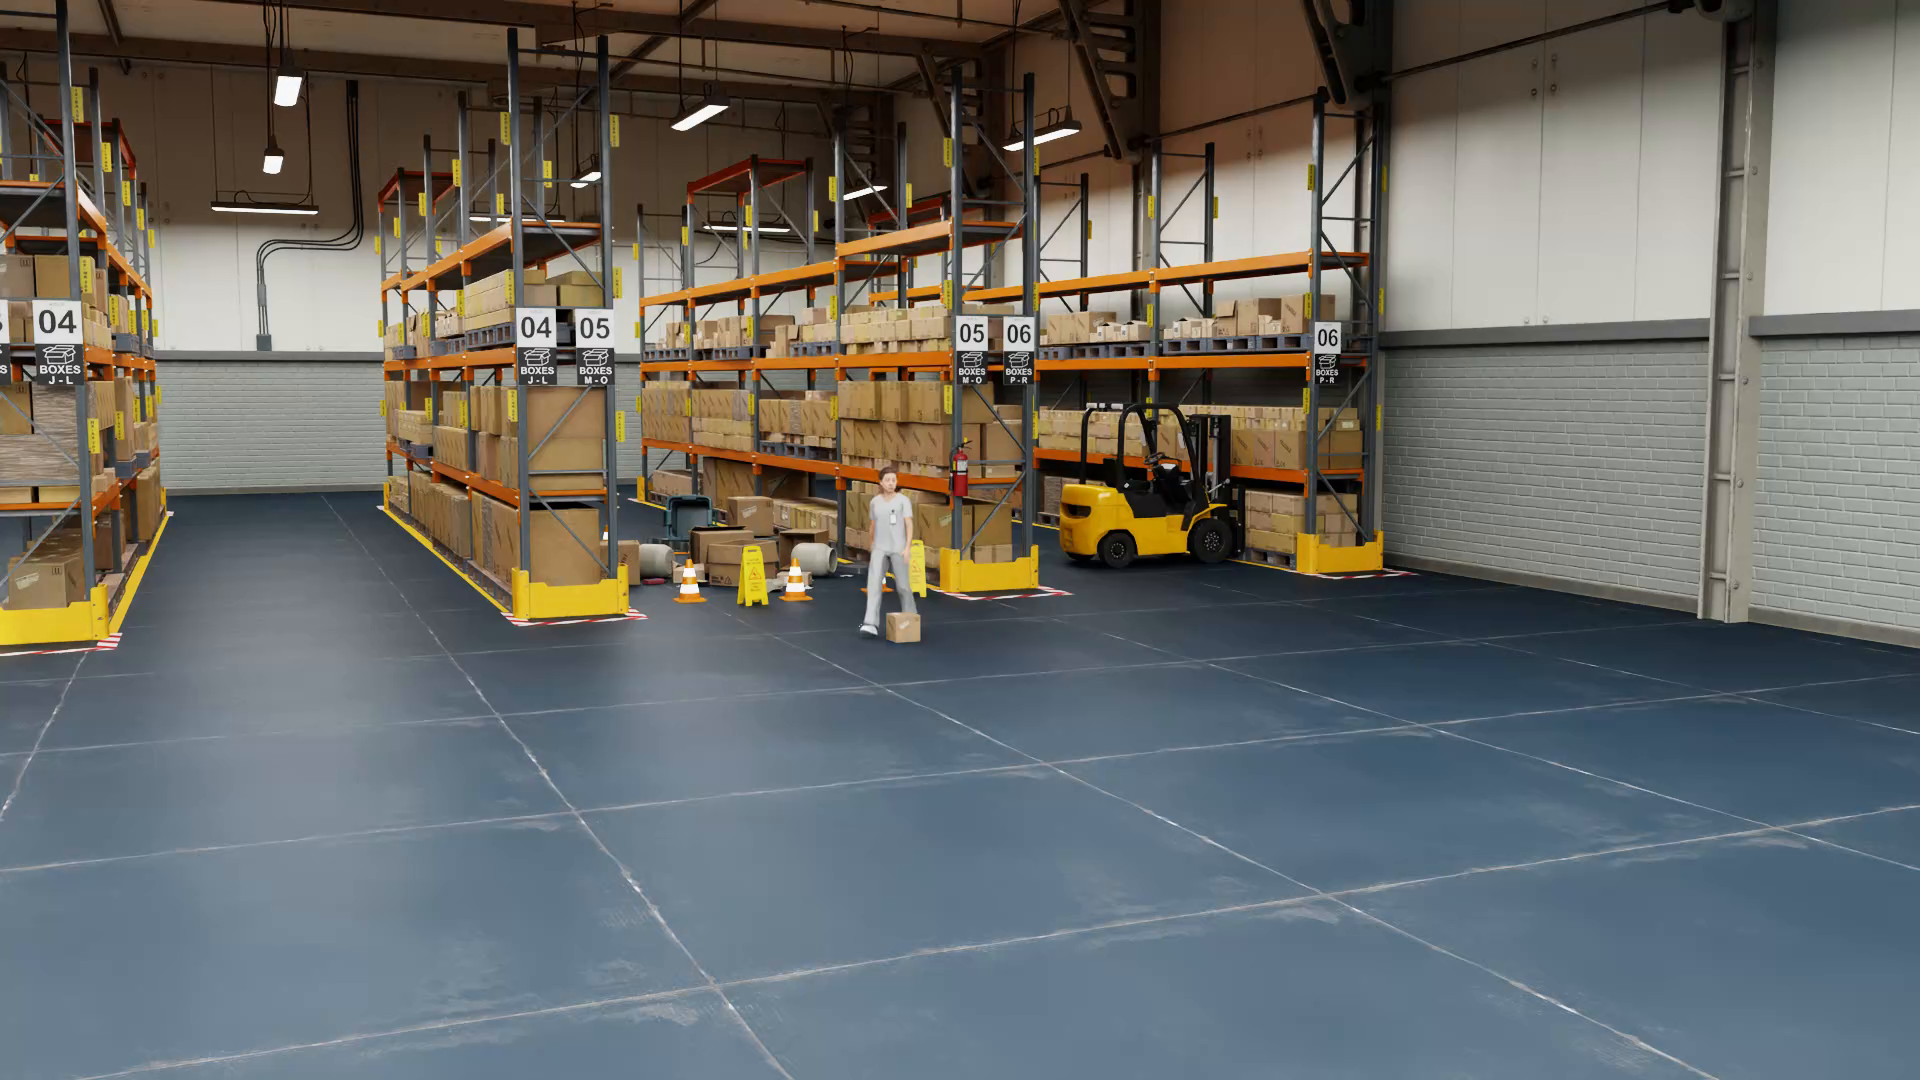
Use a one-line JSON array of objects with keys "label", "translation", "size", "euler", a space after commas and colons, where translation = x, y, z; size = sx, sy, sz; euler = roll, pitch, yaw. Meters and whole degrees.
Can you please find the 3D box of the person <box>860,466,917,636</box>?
[{"label": "person", "translation": [-0.693, 0.096, 16.161], "size": [0.462, 1.613, 1.032], "euler": [1, 6, 10]}]
